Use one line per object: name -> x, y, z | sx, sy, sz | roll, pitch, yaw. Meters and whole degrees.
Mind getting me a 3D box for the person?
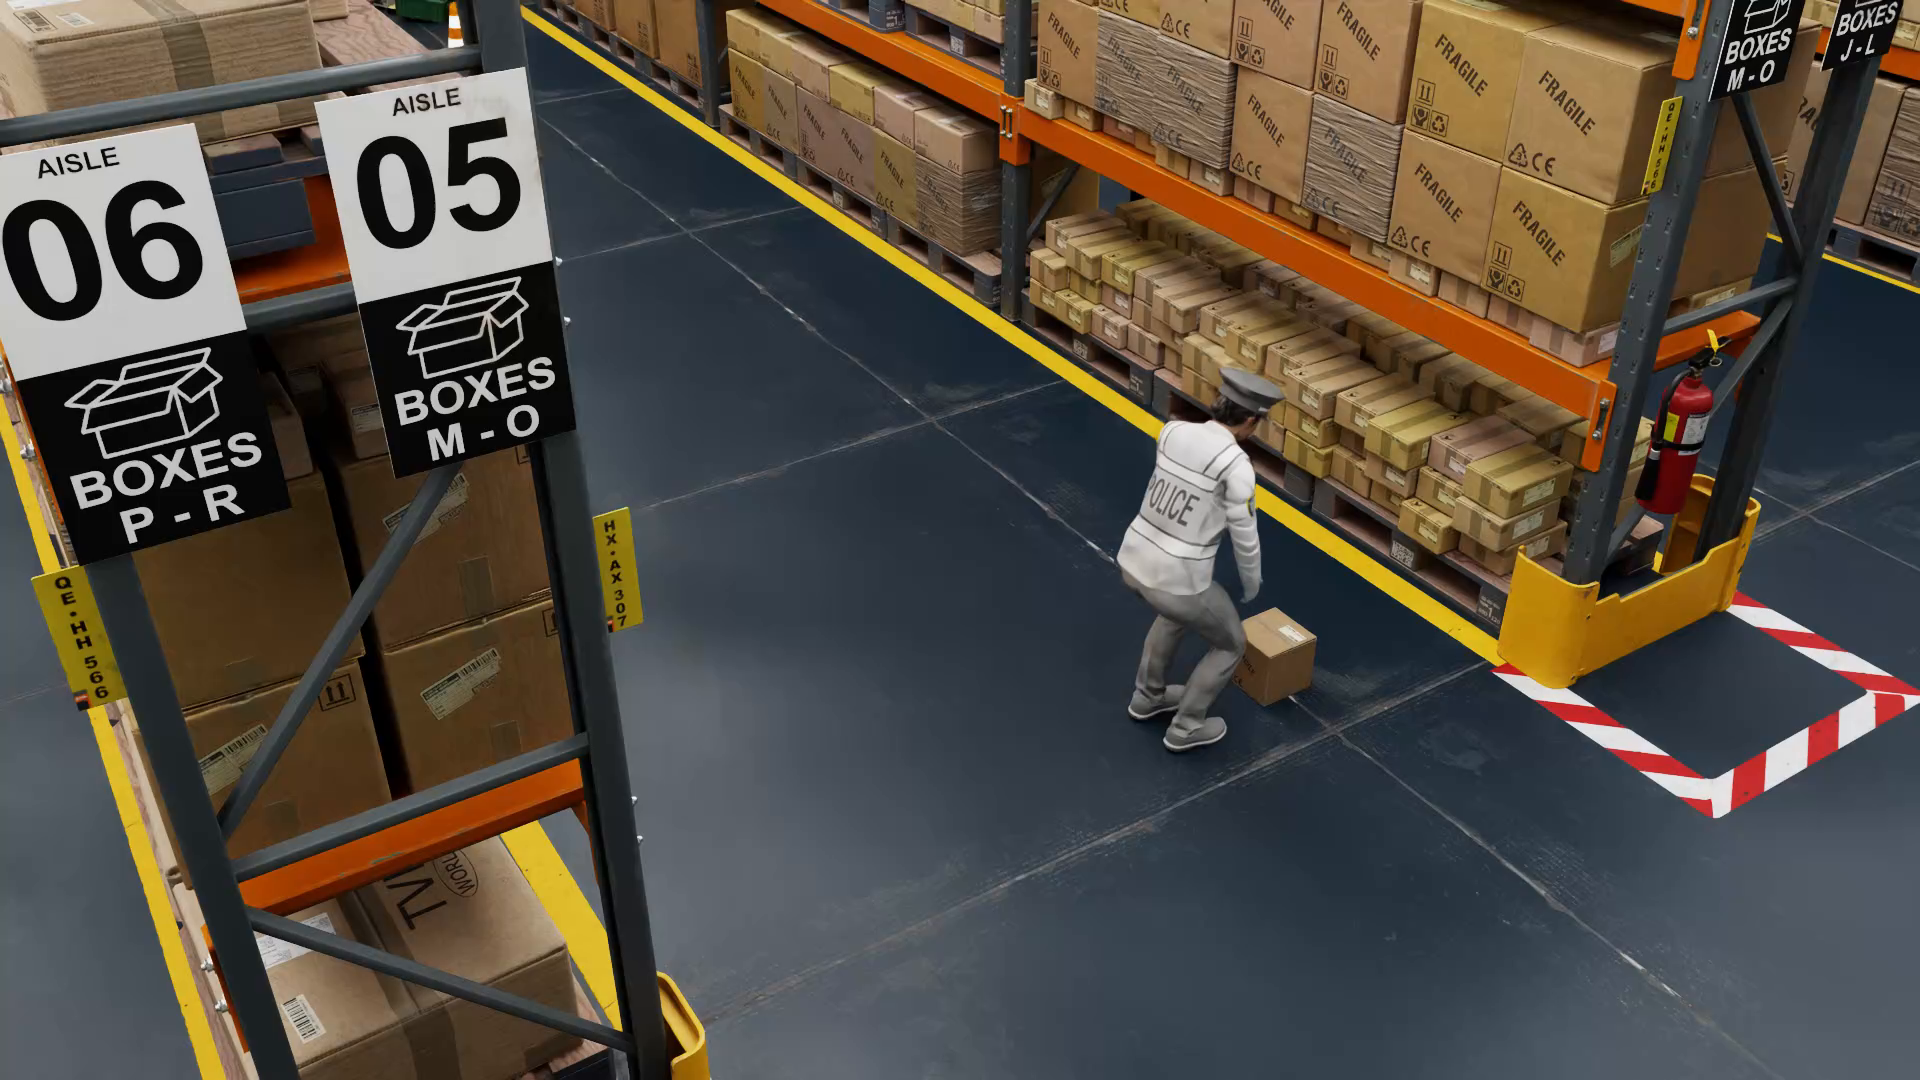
person -> 0.876, 0.076, 6.202 | 0.634, 1.479, 0.524 | -19, 37, -27
